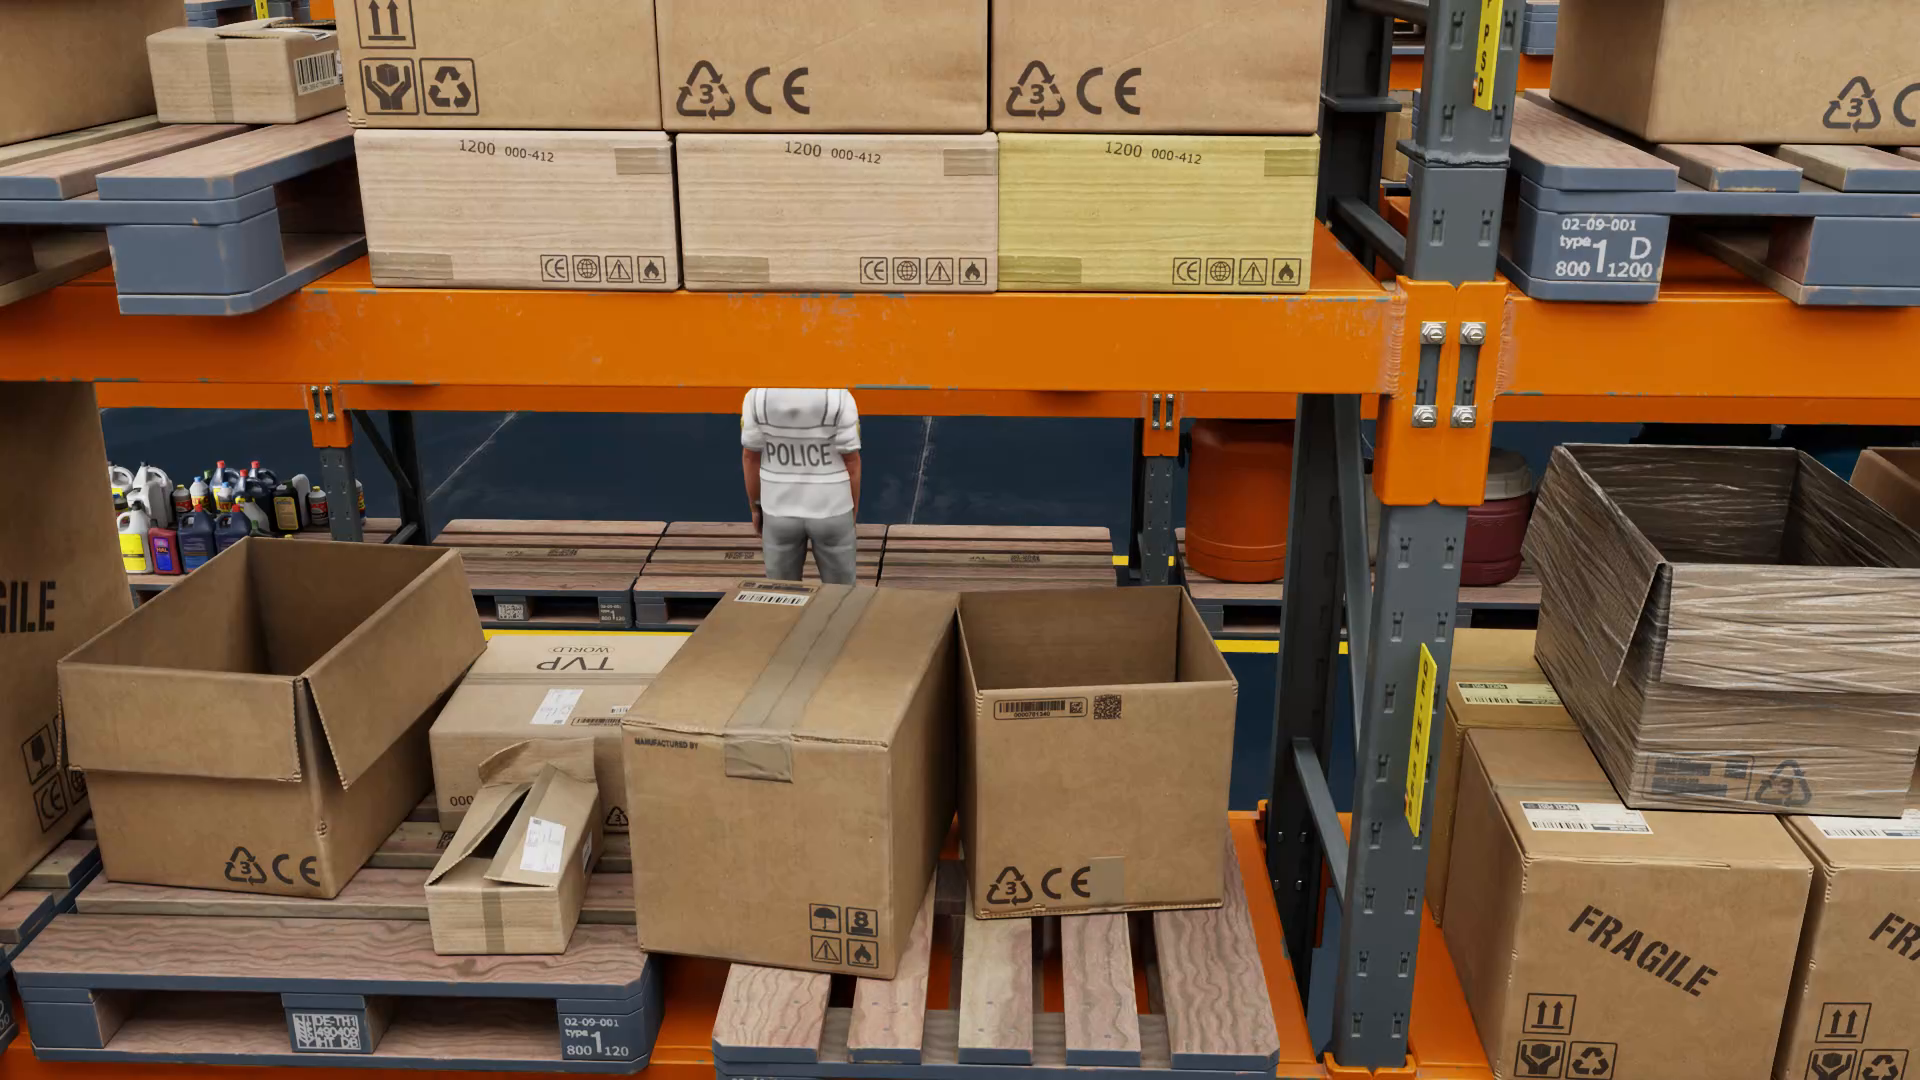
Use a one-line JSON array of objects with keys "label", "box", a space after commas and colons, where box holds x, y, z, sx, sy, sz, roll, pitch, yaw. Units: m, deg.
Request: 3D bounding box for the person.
[{"label": "person", "box": [-0.695, -0.133, 7.441, 0.529, 1.743, 0.393, 1, 21, 3]}]
